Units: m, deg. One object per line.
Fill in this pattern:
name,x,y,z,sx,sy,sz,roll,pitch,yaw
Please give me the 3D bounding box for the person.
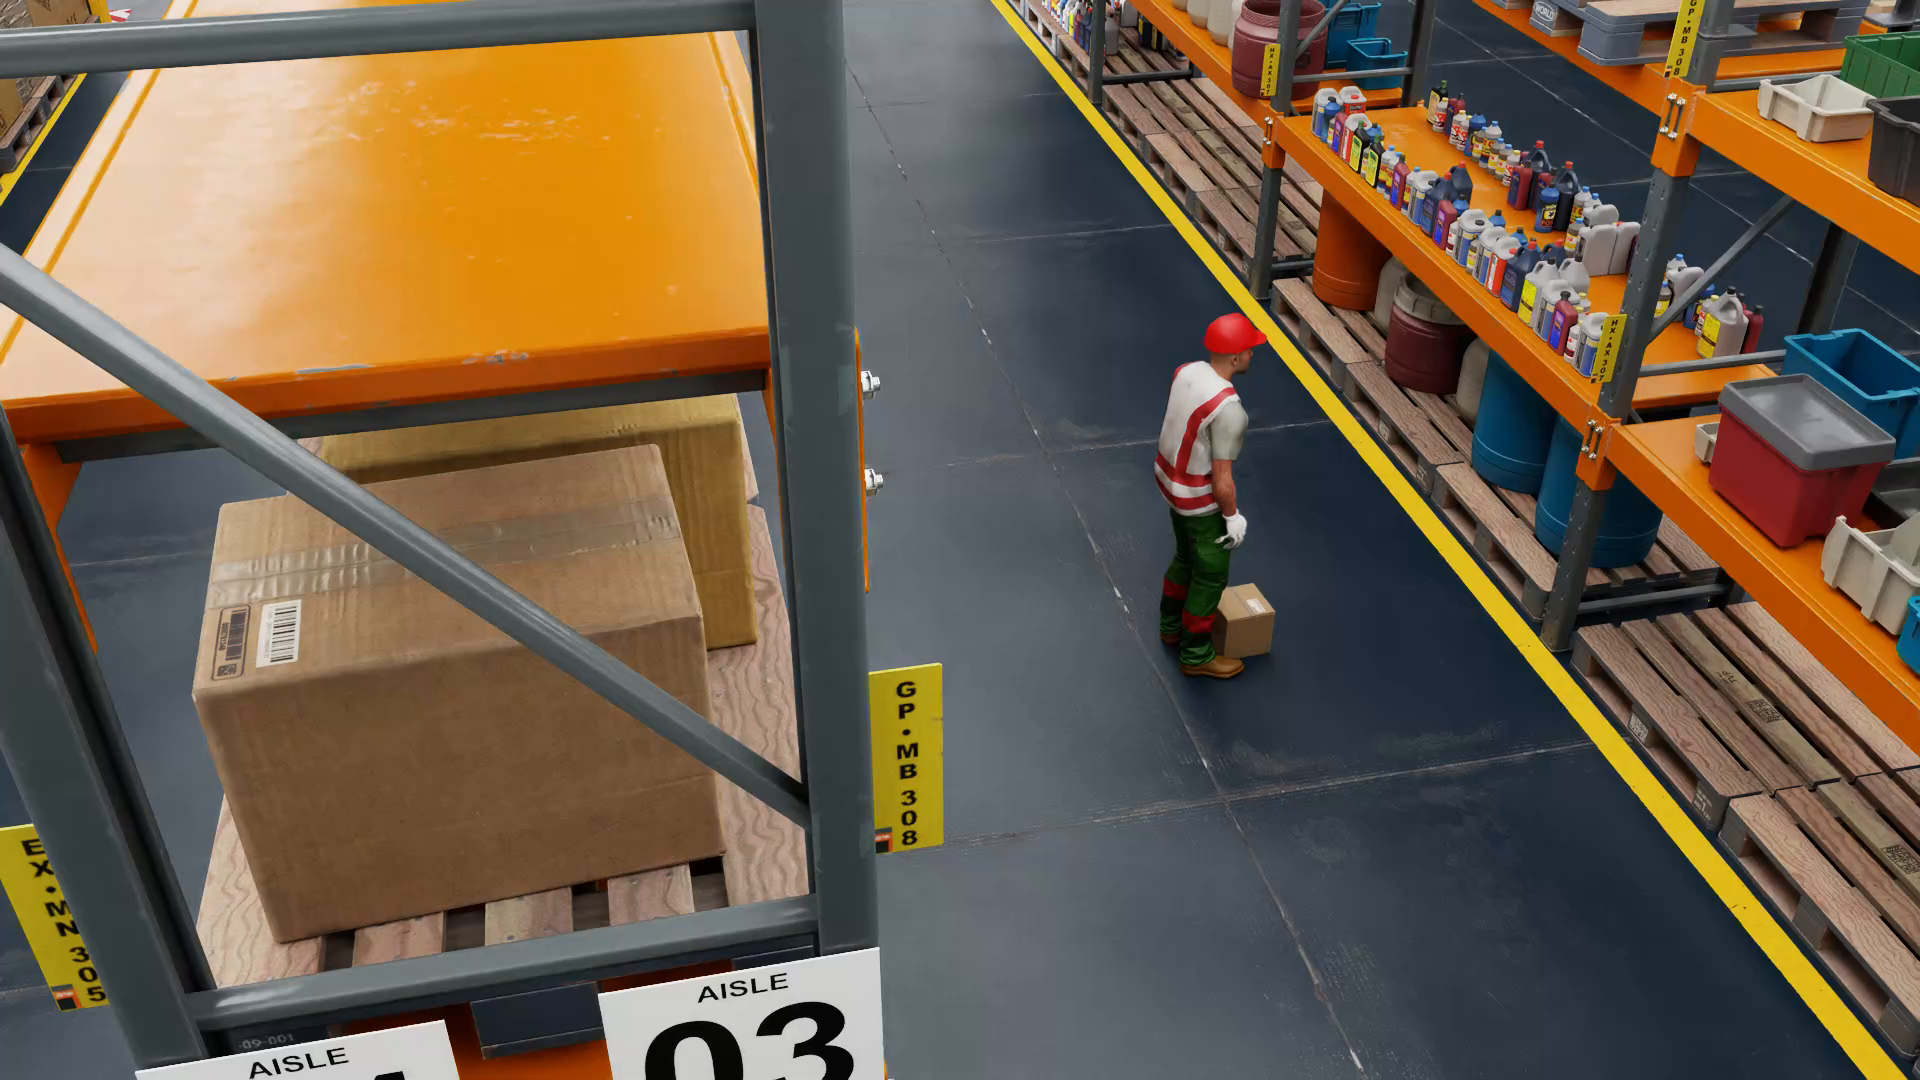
person,1.133,-0.214,7.661,0.446,1.780,0.620,-9,35,-13
